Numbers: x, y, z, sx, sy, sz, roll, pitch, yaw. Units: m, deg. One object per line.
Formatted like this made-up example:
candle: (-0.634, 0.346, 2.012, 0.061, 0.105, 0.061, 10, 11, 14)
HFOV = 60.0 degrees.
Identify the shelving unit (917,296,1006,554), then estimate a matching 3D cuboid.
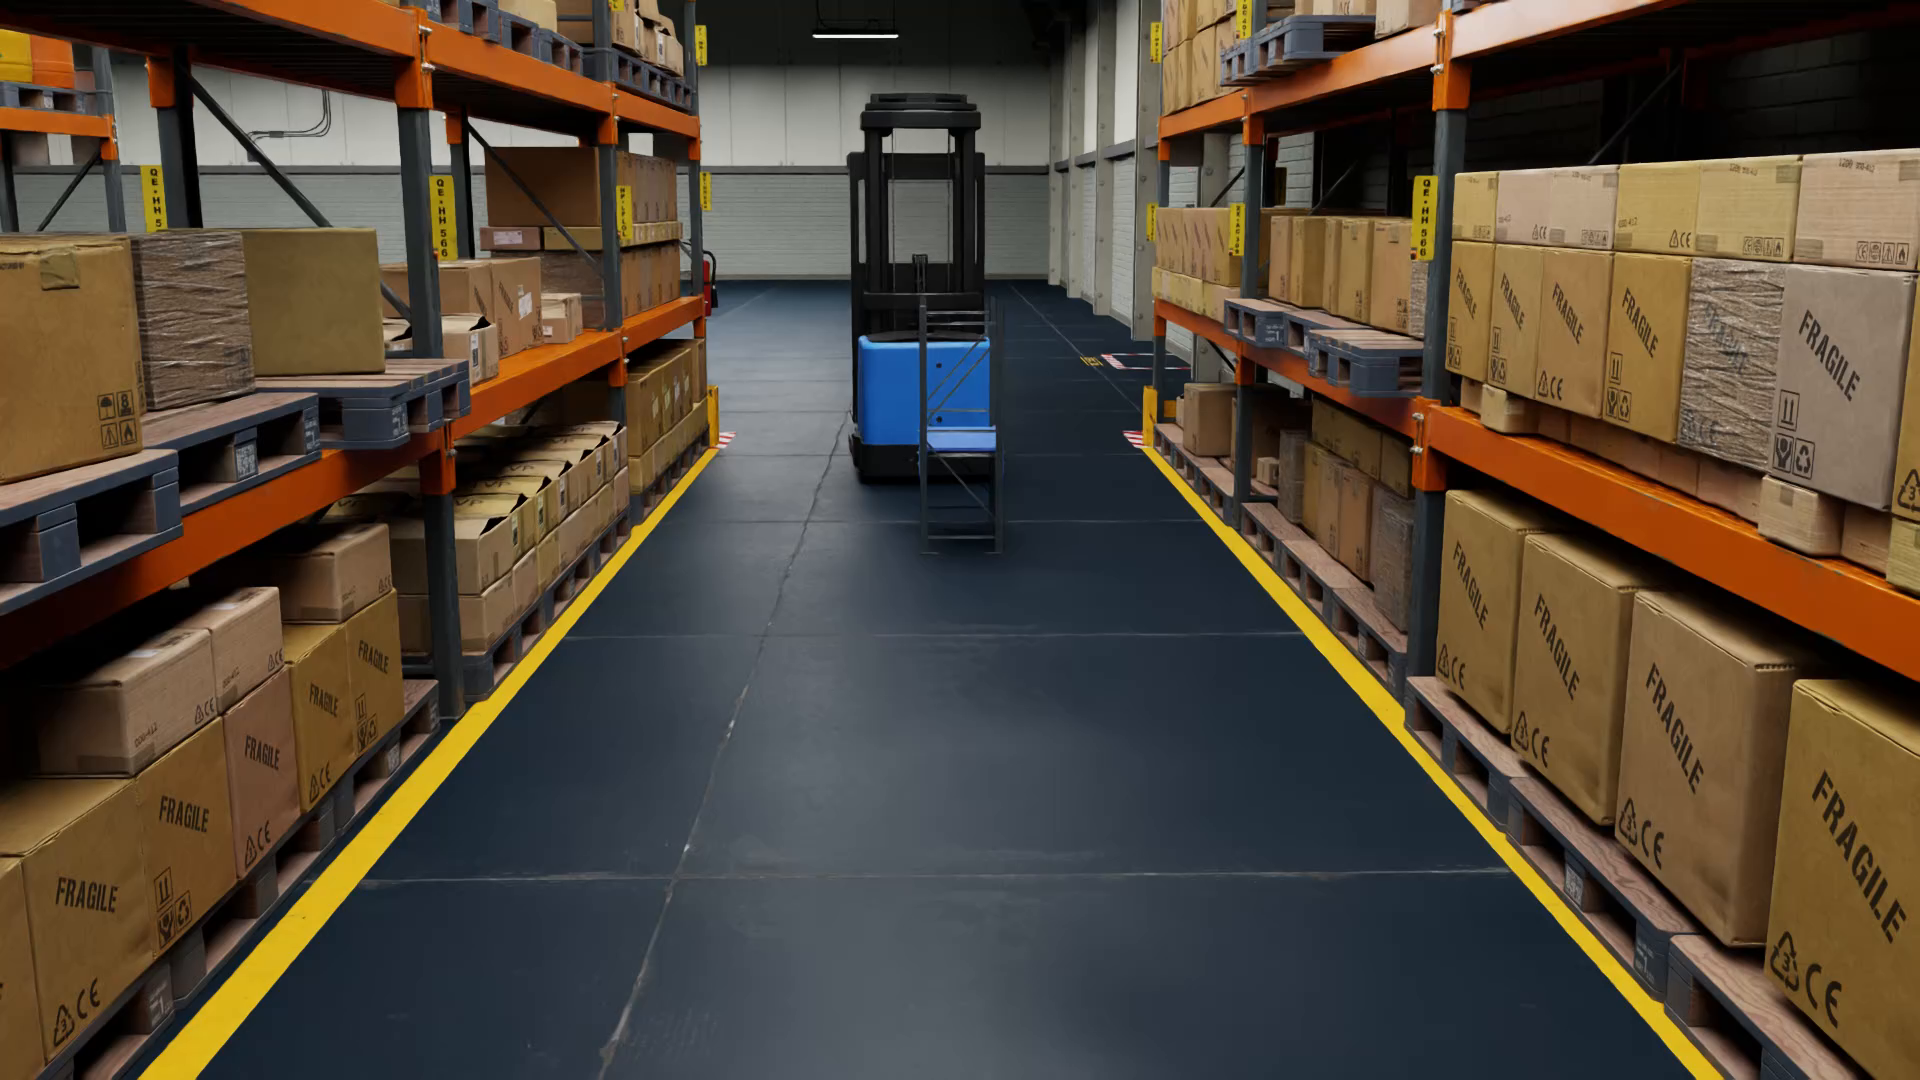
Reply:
shelving unit: (-0.002, -0.752, 10.494, 0.538, 1.500, 1.048, 0, 11, -1)

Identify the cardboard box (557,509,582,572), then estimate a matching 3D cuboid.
cardboard box: (-2.326, 0.003, 8.860, 0.500, 0.250, 0.500, 0, 11, 0)

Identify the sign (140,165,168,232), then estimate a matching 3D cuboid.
sign: (-3.125, -1.293, 6.476, 0.100, 0.325, 0.005, 0, 11, -1)

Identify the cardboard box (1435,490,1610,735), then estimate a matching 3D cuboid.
cardboard box: (2.266, 0.245, 6.158, 0.750, 0.750, 0.750, 0, 11, -2)

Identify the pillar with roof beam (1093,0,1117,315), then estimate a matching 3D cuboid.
pillar with roof beam: (-1.580, -8.705, 30.833, 9.100, 9.000, 0.400, 0, 11, -1)

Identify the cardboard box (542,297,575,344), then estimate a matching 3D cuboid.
cardboard box: (-2.451, -1.284, 9.680, 0.396, 0.266, 0.258, -1, 11, -3)

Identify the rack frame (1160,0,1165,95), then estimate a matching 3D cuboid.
rack frame: (2.217, -5.280, 13.952, 1.000, 3.000, 0.127, 0, 11, -1)

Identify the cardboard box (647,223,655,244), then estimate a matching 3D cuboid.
cardboard box: (-2.503, -2.302, 12.479, 0.380, 0.149, 0.250, 0, 11, -2)

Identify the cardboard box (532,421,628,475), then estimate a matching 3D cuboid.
cardboard box: (-2.358, -0.577, 10.310, 0.500, 0.311, 0.500, 0, 11, -1)

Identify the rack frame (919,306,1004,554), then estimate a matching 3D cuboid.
rack frame: (0.009, -0.651, 9.995, 0.500, 1.500, 0.032, 0, 11, -1)

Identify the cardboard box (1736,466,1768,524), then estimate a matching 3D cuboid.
cardboard box: (2.183, -0.110, 4.139, 0.380, 0.149, 0.250, 0, 11, -1)

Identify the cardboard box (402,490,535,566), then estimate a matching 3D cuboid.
cardboard box: (-2.307, -0.071, 7.815, 0.500, 0.311, 0.500, -1, 11, -3)

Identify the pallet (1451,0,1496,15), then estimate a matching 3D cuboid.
pallet: (2.449, -1.999, 5.800, 1.213, 0.211, 1.003, 0, 11, 1)

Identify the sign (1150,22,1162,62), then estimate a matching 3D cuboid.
sign: (1.675, -4.236, 14.152, 0.100, 0.325, 0.005, 0, 11, -1)

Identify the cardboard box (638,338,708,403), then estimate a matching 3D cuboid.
cardboard box: (-2.427, -1.439, 14.082, 0.500, 0.500, 0.500, 0, 11, -1)

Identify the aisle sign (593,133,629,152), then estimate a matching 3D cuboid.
aisle sign: (-3.043, -3.605, 14.244, 0.394, 0.787, 0.004, 0, 11, -1)

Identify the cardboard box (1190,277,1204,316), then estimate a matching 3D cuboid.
cardboard box: (1.959, -1.773, 12.081, 0.500, 0.250, 0.500, 0, 11, -1)

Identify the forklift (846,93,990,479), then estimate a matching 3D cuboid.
forklift: (-0.370, -2.155, 13.807, 1.130, 2.935, 3.031, -1, 12, -6)

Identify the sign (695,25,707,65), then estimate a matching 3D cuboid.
sign: (-2.193, -4.183, 14.063, 0.100, 0.325, 0.005, 0, 11, -1)

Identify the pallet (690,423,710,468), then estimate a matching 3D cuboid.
pallet: (-2.678, -0.800, 13.973, 1.003, 0.211, 1.213, 0, 11, -1)

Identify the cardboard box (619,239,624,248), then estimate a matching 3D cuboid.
cardboard box: (-2.477, -2.046, 11.216, 0.380, 0.149, 0.250, -1, 11, -3)

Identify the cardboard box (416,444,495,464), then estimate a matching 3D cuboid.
cardboard box: (-2.876, -0.371, 9.293, 0.500, 0.311, 0.500, -1, 11, -3)

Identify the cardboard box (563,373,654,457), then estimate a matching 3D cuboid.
cardboard box: (-2.349, -0.843, 11.143, 0.500, 0.500, 0.500, 0, 11, -1)

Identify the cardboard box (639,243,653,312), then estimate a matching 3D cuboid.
cardboard box: (-2.704, -1.967, 12.460, 0.700, 0.500, 0.500, 0, 11, 1)

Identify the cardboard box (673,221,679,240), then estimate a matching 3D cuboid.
cardboard box: (-2.530, -2.558, 13.743, 0.380, 0.149, 0.250, 0, 11, 0)

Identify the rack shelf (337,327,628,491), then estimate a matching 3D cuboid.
rack shelf: (-2.611, -0.773, 8.637, 1.077, 0.370, 4.000, 0, 11, -1)

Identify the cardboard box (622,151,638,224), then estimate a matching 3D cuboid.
cardboard box: (-2.690, -2.497, 11.806, 0.700, 0.500, 0.500, 0, 11, -1)

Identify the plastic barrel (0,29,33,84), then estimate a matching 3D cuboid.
plastic barrel: (-7.537, -3.841, 12.874, 0.600, 0.588, 0.600, 0, 11, 0)

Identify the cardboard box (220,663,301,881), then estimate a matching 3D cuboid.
cardboard box: (-2.289, 0.673, 4.877, 0.500, 0.500, 0.500, -1, 11, -3)

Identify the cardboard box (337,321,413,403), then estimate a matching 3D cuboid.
cardboard box: (-2.534, -0.757, 6.972, 0.500, 0.311, 0.500, 0, 11, 2)

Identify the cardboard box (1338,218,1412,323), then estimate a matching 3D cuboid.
cardboard box: (2.315, -1.355, 8.336, 0.700, 0.500, 0.500, 0, 11, -1)

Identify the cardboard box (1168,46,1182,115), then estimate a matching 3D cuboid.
cardboard box: (1.949, -3.694, 13.378, 0.500, 0.500, 0.500, 1, 11, 3)

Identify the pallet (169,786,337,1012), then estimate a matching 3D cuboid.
pallet: (-2.570, 1.029, 4.958, 1.003, 0.211, 1.213, 0, 11, -1)

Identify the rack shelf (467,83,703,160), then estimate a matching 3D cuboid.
rack shelf: (-2.694, -3.039, 12.258, 1.077, 0.370, 4.000, 0, 11, -1)

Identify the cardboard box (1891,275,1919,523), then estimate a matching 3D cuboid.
cardboard box: (2.204, -0.250, 3.196, 0.500, 0.500, 0.500, 0, 11, -2)

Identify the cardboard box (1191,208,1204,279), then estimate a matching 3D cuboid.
cardboard box: (1.965, -2.141, 12.007, 0.500, 0.500, 0.500, -1, 11, -3)

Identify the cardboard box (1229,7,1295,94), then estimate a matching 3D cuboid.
cardboard box: (2.042, -3.173, 10.811, 0.500, 0.500, 0.500, 0, 11, 0)

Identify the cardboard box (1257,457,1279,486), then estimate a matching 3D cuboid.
cardboard box: (2.259, -0.478, 11.390, 0.380, 0.166, 0.250, -2, 12, -9)

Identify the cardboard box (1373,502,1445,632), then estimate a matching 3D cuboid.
cardboard box: (2.315, 0.117, 7.619, 0.700, 0.500, 0.500, 0, 11, 0)

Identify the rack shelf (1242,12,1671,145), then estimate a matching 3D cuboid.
rack shelf: (2.341, -2.265, 8.442, 1.077, 0.370, 4.000, 0, 11, -1)

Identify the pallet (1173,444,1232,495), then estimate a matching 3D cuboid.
pallet: (2.222, -0.555, 12.762, 1.003, 0.211, 1.213, 0, 11, -1)

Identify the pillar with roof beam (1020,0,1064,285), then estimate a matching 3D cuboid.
pillar with roof beam: (-1.828, -11.090, 42.591, 9.100, 9.000, 0.548, 0, 11, -1)

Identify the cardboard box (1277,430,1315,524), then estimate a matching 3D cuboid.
cardboard box: (2.332, -0.389, 10.113, 0.700, 0.500, 0.500, 0, 11, 1)

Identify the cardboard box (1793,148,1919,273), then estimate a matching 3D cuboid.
cardboard box: (2.199, -0.720, 3.628, 0.500, 0.250, 0.500, 0, 11, 0)

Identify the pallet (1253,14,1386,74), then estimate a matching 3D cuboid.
pallet: (2.231, -2.593, 8.726, 1.213, 0.211, 1.003, 0, 11, -1)

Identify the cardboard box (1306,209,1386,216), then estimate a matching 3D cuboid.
cardboard box: (2.499, -1.943, 11.032, 0.500, 0.500, 0.500, -1, 11, -2)

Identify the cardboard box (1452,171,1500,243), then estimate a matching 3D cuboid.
cardboard box: (2.135, -1.225, 6.115, 0.500, 0.250, 0.500, 0, 11, 0)

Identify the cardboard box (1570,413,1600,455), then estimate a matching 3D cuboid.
cardboard box: (2.218, -0.366, 5.398, 0.380, 0.149, 0.250, 0, 11, 0)

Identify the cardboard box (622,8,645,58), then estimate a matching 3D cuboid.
cardboard box: (-2.411, -3.433, 11.208, 0.500, 0.311, 0.500, -1, 12, -4)

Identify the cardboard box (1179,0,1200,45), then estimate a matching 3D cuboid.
cardboard box: (1.964, -4.079, 12.762, 0.500, 0.500, 0.500, 0, 11, 0)

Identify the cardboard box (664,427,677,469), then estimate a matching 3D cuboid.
cardboard box: (-2.370, -0.674, 12.197, 0.500, 0.250, 0.500, 0, 11, -1)

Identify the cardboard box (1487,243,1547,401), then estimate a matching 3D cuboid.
cardboard box: (2.138, -0.752, 5.673, 0.500, 0.500, 0.500, 0, 11, 1)

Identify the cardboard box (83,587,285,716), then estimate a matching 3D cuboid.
cardboard box: (-2.285, 0.313, 4.767, 0.500, 0.250, 0.500, 0, 11, -2)

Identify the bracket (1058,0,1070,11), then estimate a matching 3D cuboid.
bracket: (2.254, -11.595, 36.027, 0.235, 0.232, 0.430, 0, 11, -1)

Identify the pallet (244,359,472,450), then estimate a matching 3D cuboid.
pallet: (-2.486, -0.500, 5.962, 1.213, 0.211, 1.003, 0, 11, -1)

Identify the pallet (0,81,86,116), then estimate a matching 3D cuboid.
pallet: (-7.769, -3.512, 13.255, 1.003, 0.211, 1.213, 0, 11, -1)

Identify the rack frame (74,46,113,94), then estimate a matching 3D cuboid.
rack frame: (-7.688, -5.239, 13.751, 1.000, 3.000, 0.127, 0, 11, -1)

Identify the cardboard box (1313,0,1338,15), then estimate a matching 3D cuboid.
cardboard box: (2.244, -2.945, 9.157, 0.500, 0.311, 0.500, 0, 11, 1)
